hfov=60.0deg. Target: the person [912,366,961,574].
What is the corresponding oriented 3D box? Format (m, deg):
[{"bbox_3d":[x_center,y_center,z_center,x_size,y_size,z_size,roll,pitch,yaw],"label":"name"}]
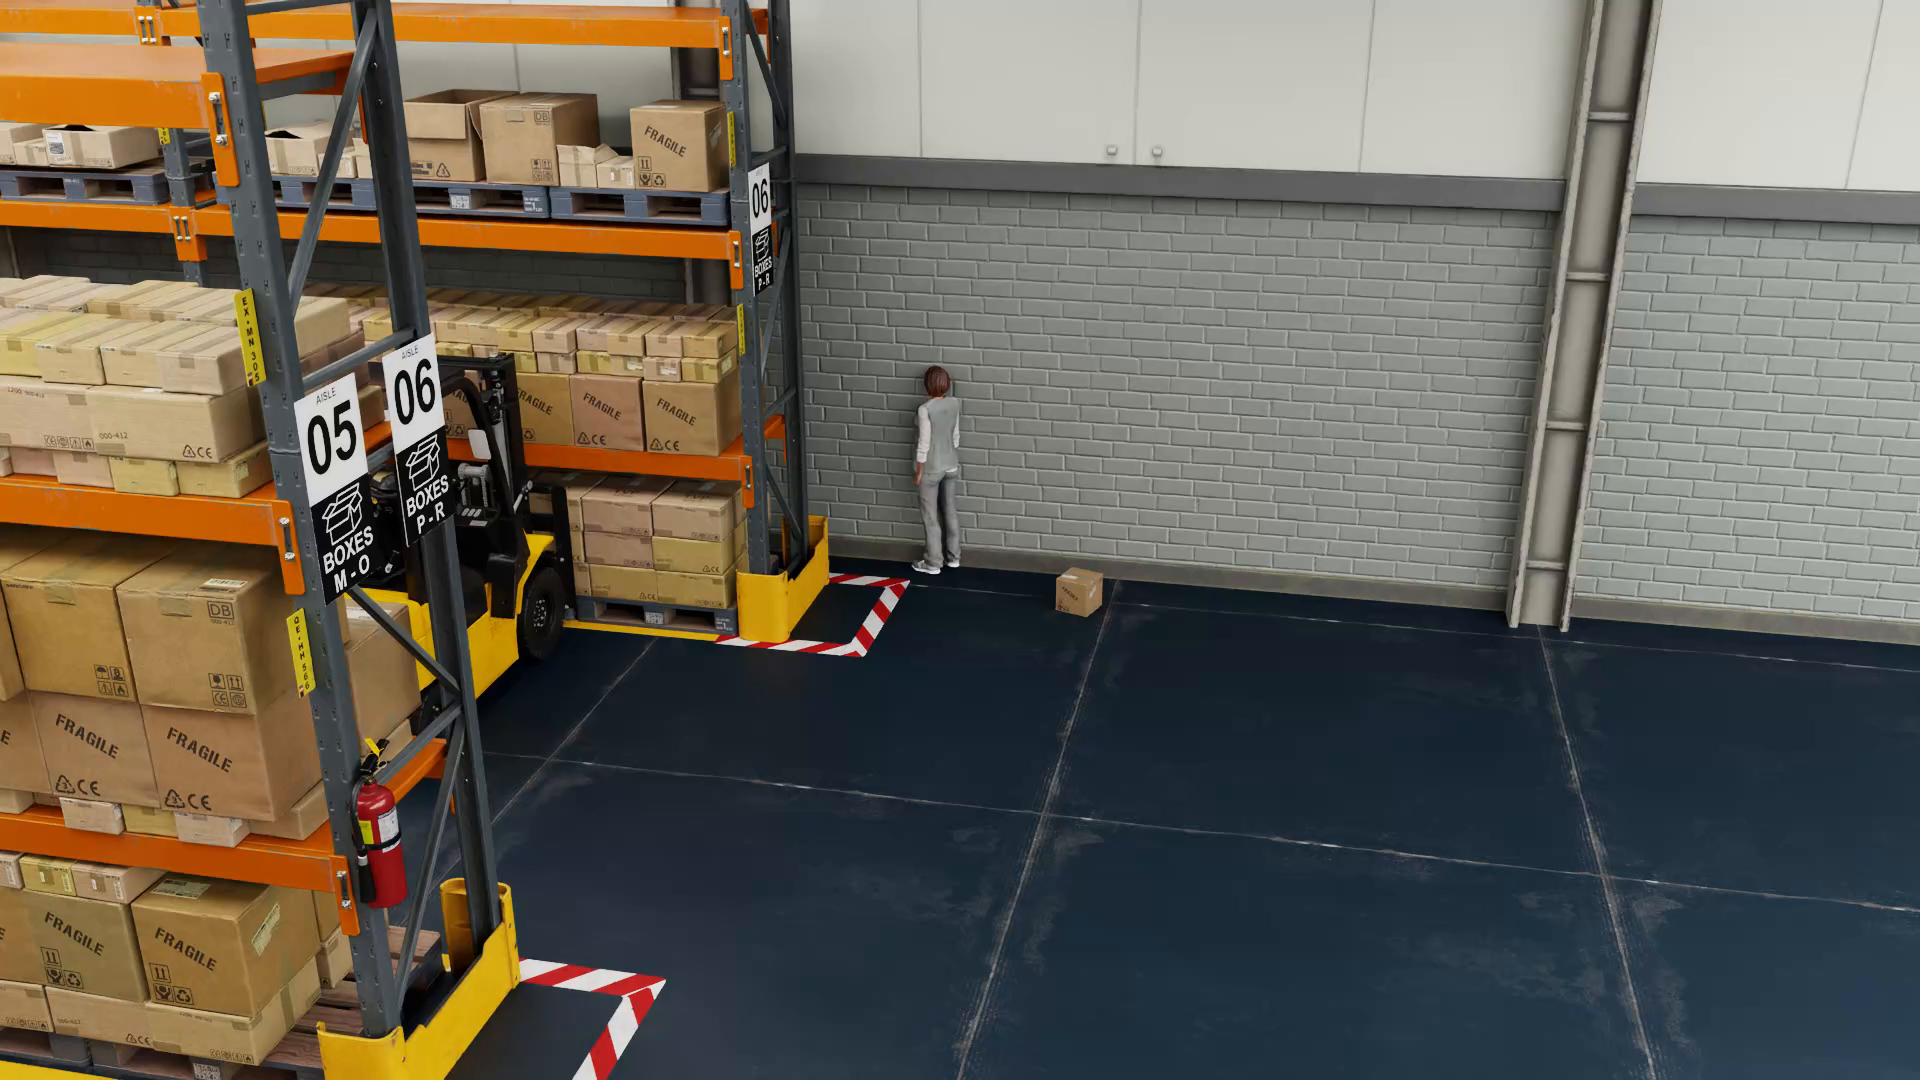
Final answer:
[{"bbox_3d":[-0.178,-0.525,12.399,0.408,1.604,0.306,-17,28,-36],"label":"person"}]
